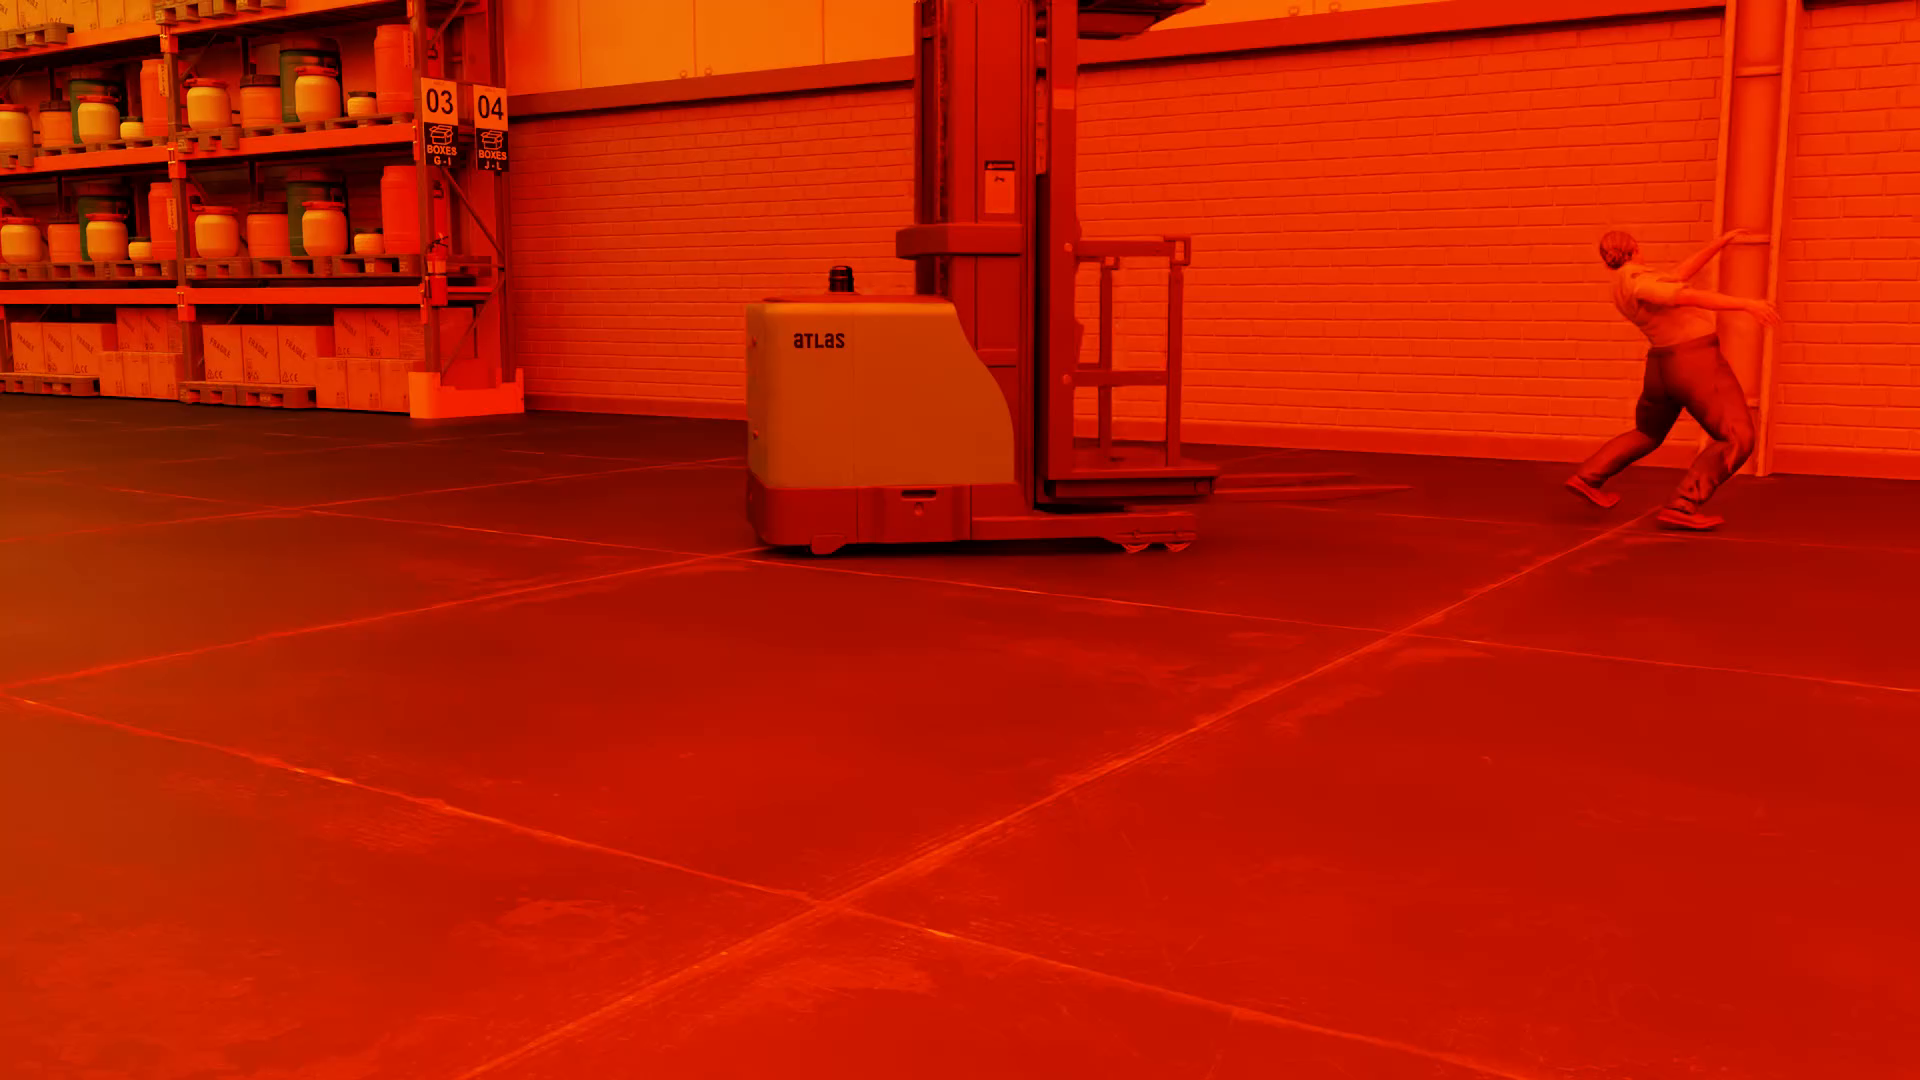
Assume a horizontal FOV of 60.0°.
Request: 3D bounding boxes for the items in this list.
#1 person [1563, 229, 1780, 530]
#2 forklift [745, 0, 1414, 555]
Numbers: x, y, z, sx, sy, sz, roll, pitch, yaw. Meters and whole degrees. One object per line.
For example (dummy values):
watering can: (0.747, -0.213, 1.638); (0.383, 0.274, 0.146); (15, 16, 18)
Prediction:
person: (3.483, -0.771, 7.927); (0.697, 1.419, 1.004); (-1, 8, -10)
forklift: (0.563, -1.472, 7.544); (3.031, 2.935, 1.130); (-2, 8, -12)
